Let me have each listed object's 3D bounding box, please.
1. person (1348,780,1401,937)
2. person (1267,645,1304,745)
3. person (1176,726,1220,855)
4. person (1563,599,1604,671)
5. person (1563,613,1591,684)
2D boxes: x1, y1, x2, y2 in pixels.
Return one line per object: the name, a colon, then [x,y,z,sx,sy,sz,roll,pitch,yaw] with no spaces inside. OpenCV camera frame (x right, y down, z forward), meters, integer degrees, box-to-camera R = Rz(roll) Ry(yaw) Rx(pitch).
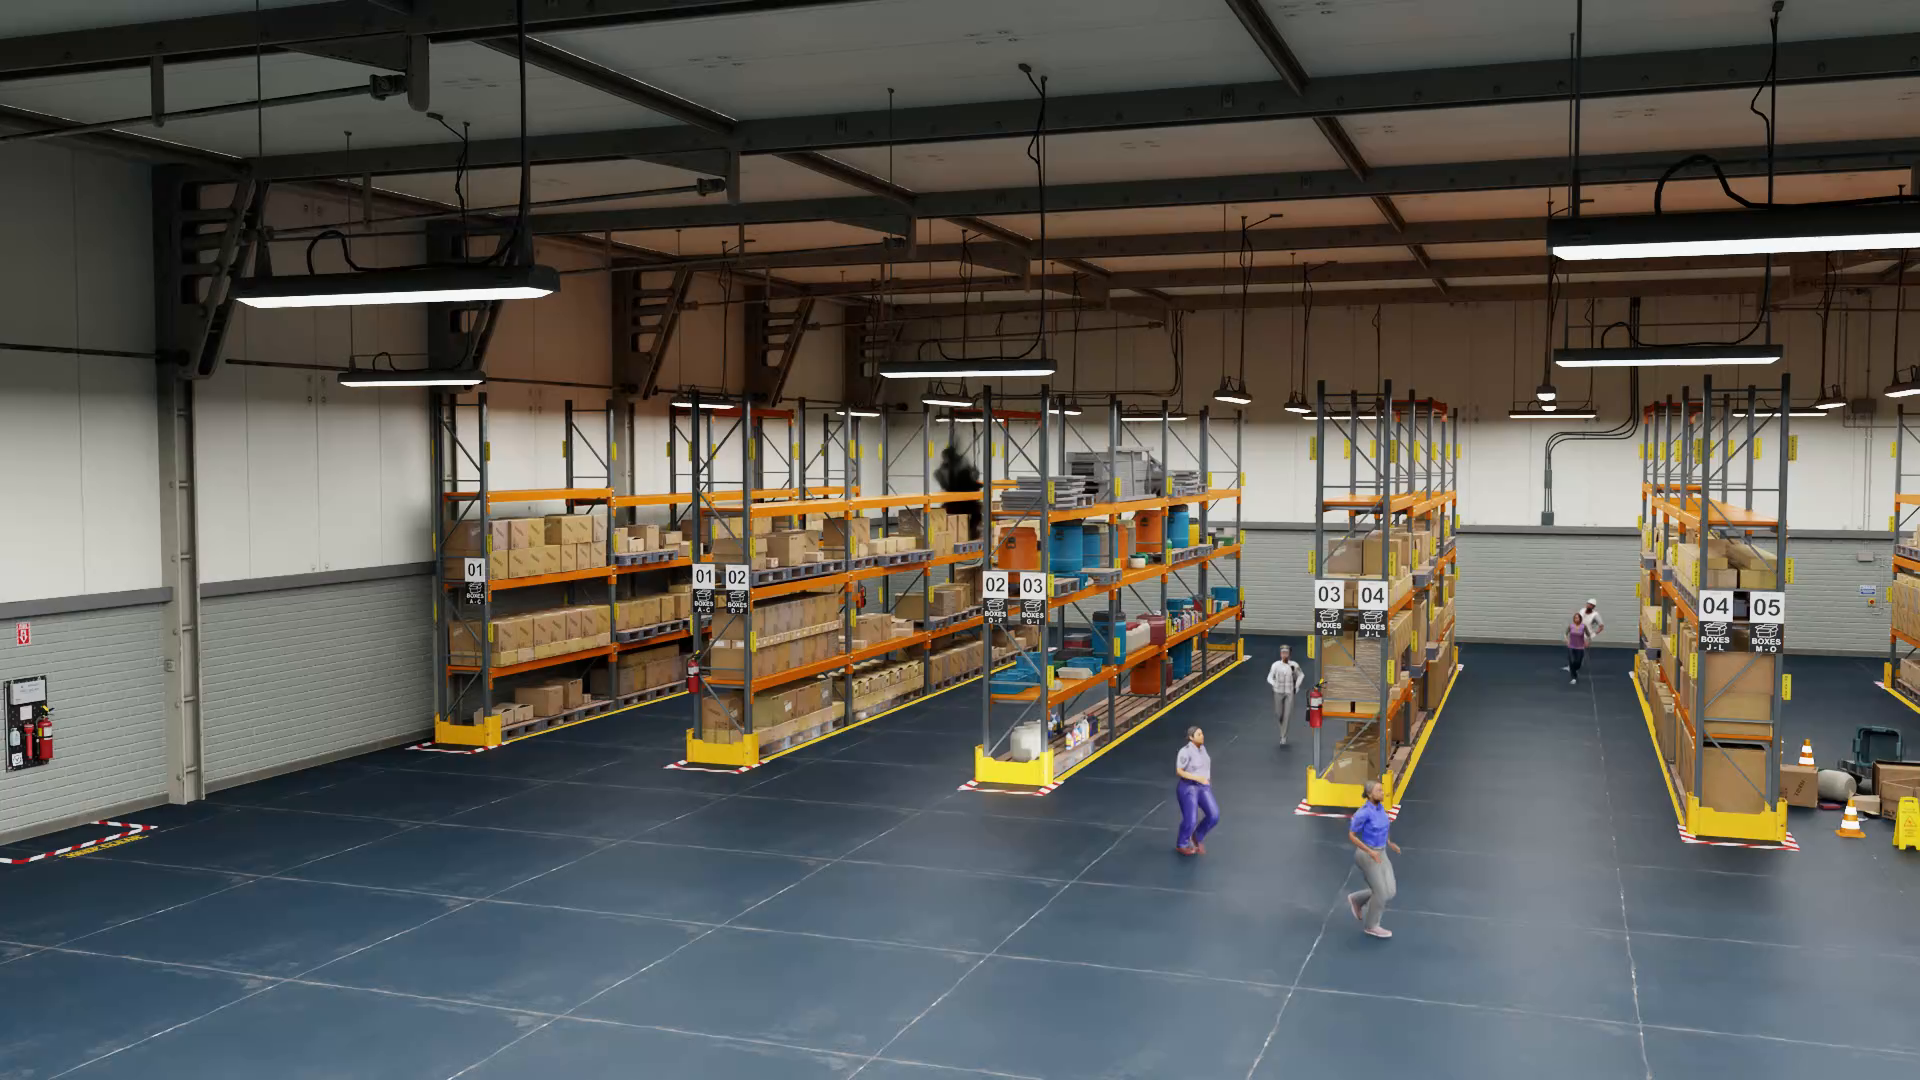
person: [4.231,3.279,17.203,0.562,1.609,0.581,-3,4,-45]
person: [5.588,2.631,28.558,0.618,1.669,0.890,1,3,14]
person: [2.914,3.104,20.483,0.610,1.637,0.620,-2,4,-38]
person: [14.239,2.154,37.775,0.703,1.674,0.833,-2,4,-37]
person: [13.307,2.338,35.885,0.564,1.546,0.605,2,3,28]
